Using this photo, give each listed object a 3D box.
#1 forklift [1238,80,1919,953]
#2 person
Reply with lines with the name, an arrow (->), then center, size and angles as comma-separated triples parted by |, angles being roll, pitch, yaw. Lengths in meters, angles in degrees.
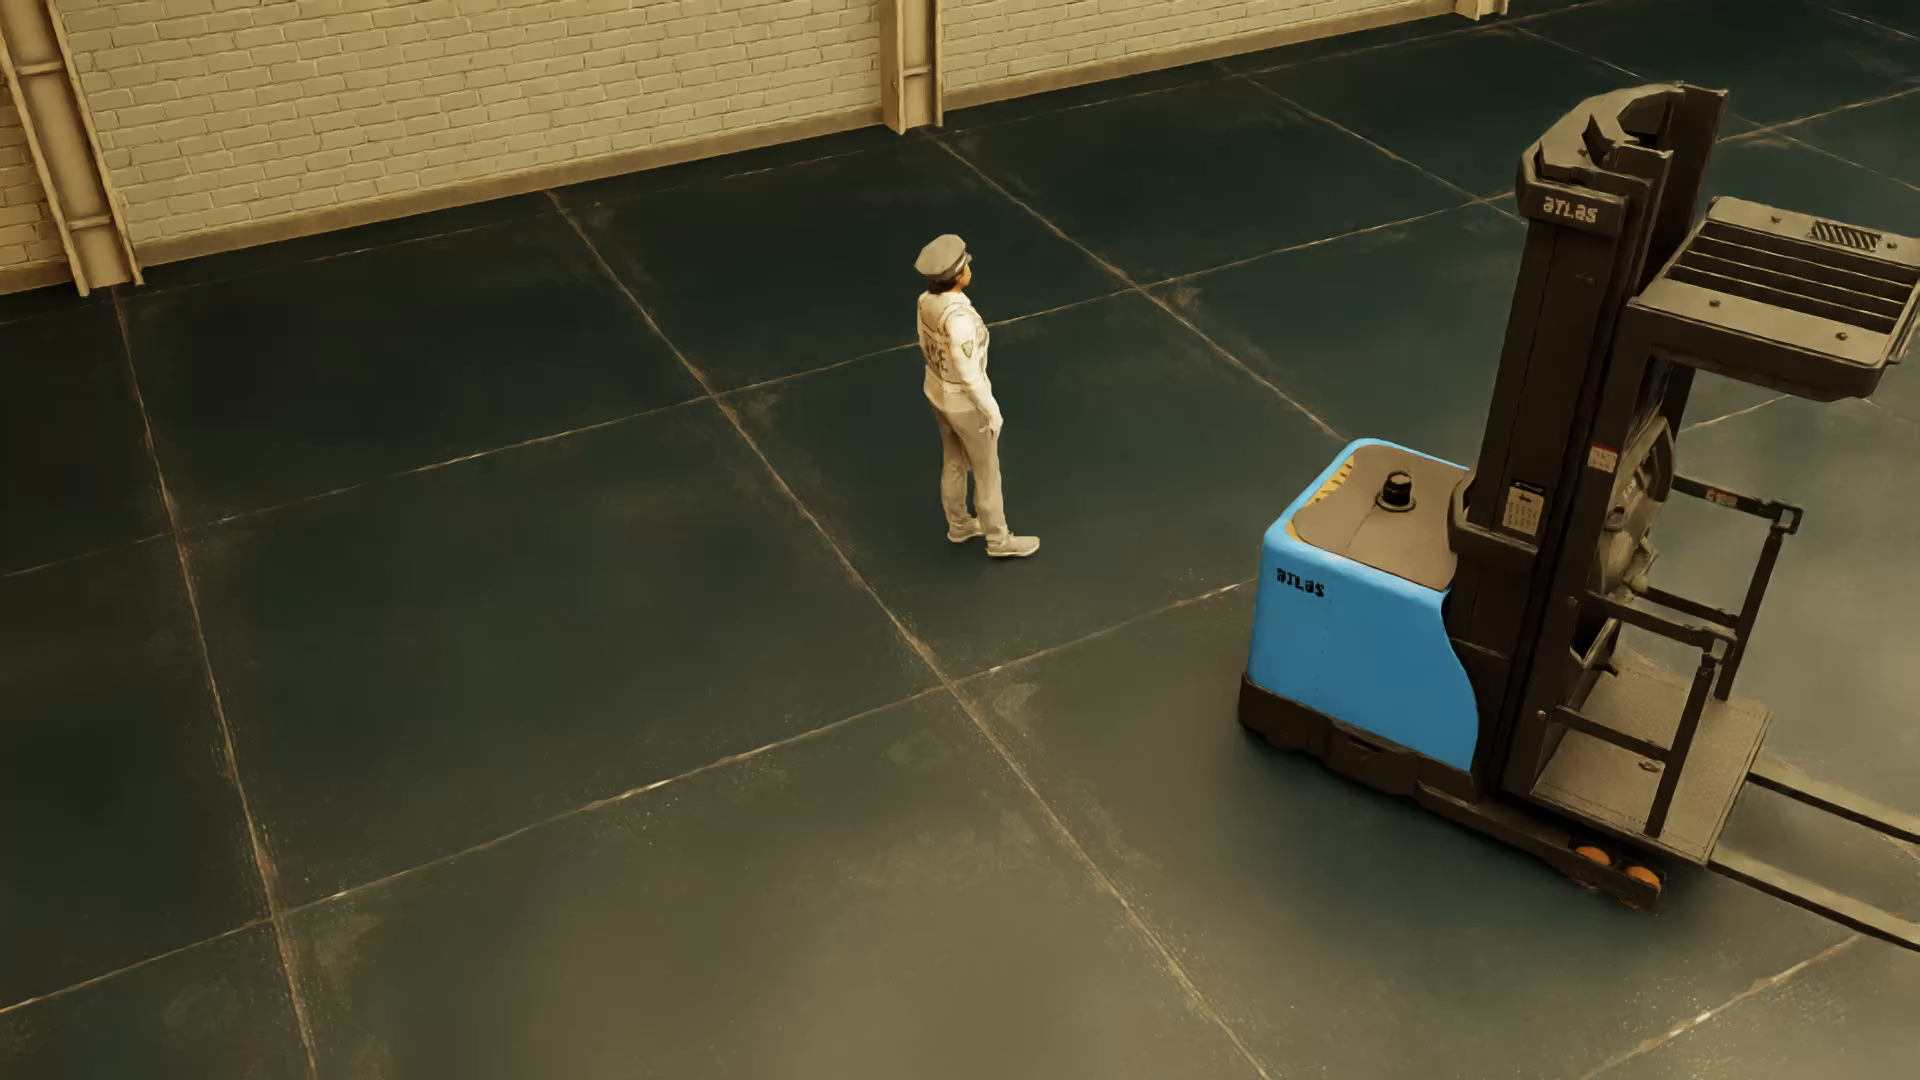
forklift -> 2.741, -0.087, 6.247 | 3.031, 2.935, 1.130 | 22, 41, 28
person -> 0.063, -0.713, 8.190 | 0.532, 1.695, 0.586 | -17, 39, -23
